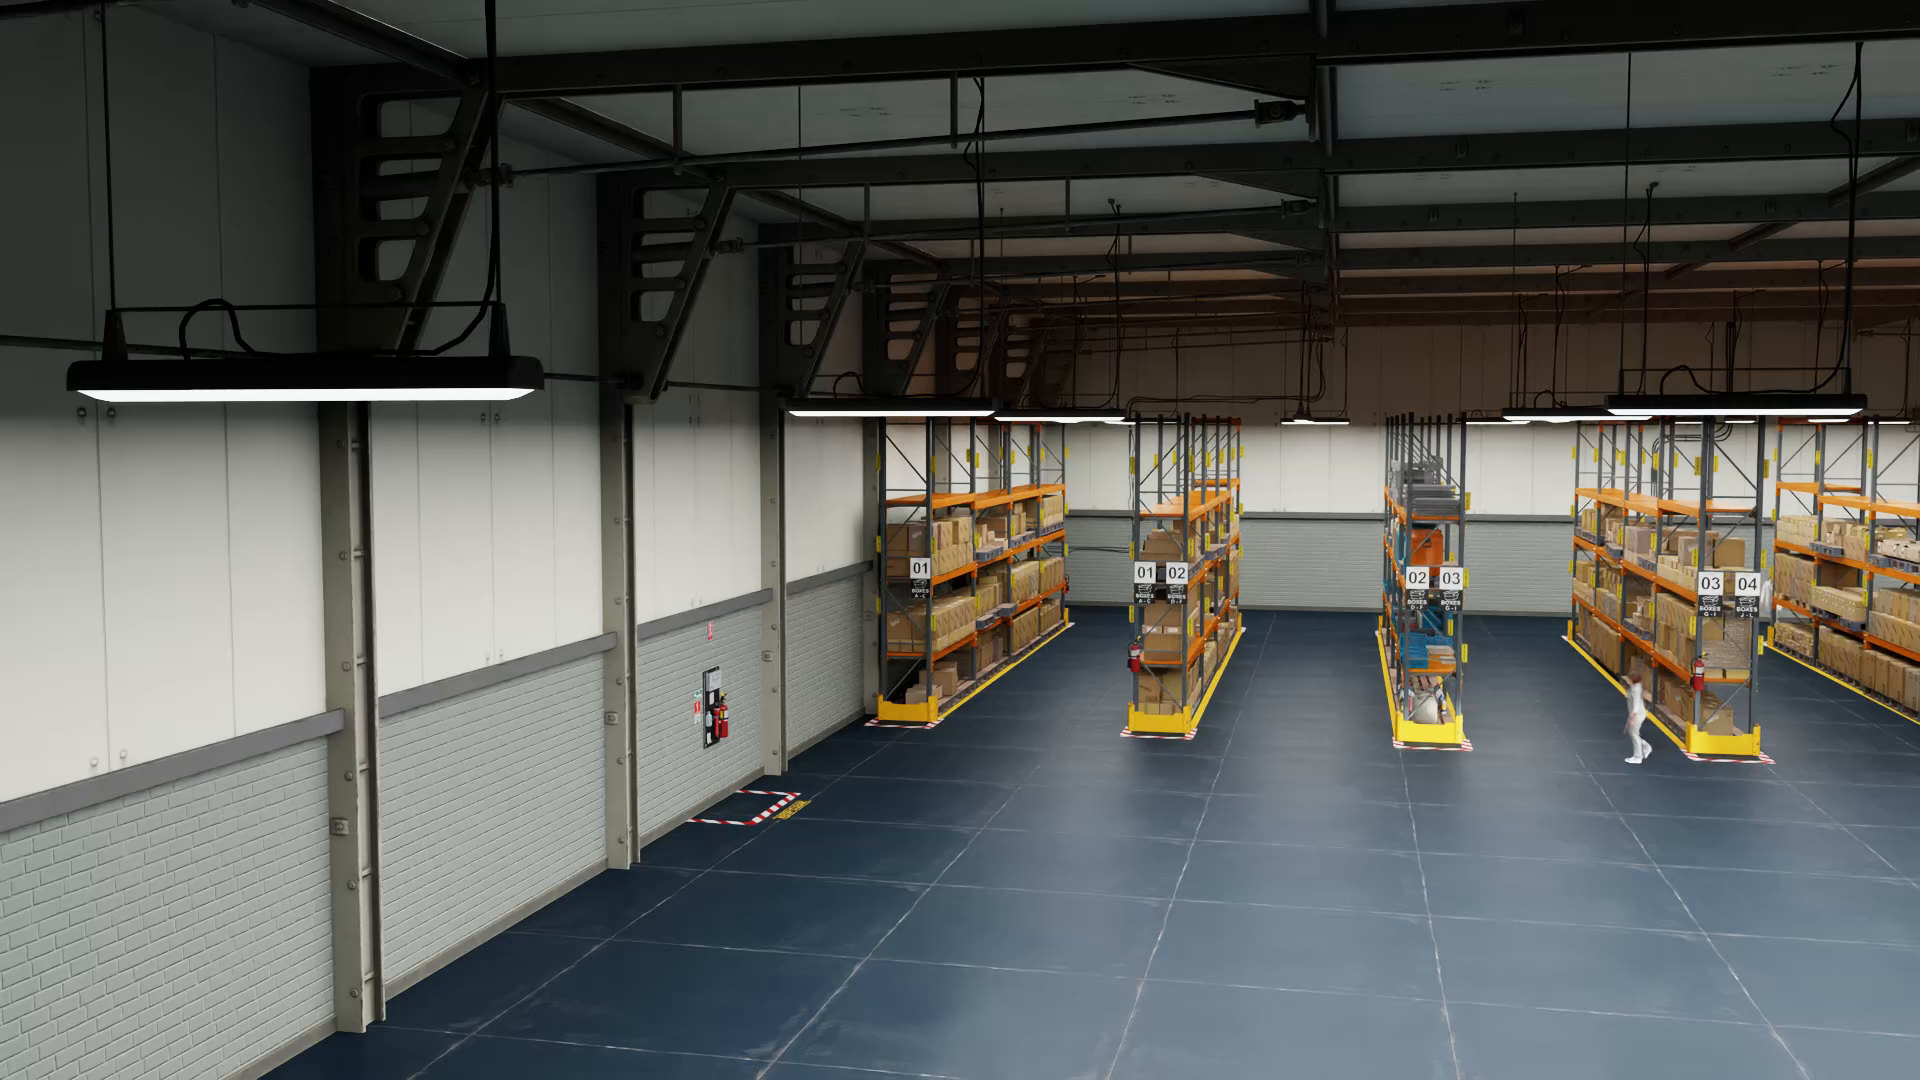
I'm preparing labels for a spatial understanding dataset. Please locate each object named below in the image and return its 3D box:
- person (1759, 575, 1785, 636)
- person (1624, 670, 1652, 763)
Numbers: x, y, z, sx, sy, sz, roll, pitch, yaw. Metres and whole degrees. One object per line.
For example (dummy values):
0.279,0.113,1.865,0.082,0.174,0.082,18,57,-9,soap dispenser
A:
22.393,1.734,45.819,1.132,1.720,0.635,-3,5,-42,person
11.554,3.011,28.282,0.463,1.558,0.424,1,4,18,person
